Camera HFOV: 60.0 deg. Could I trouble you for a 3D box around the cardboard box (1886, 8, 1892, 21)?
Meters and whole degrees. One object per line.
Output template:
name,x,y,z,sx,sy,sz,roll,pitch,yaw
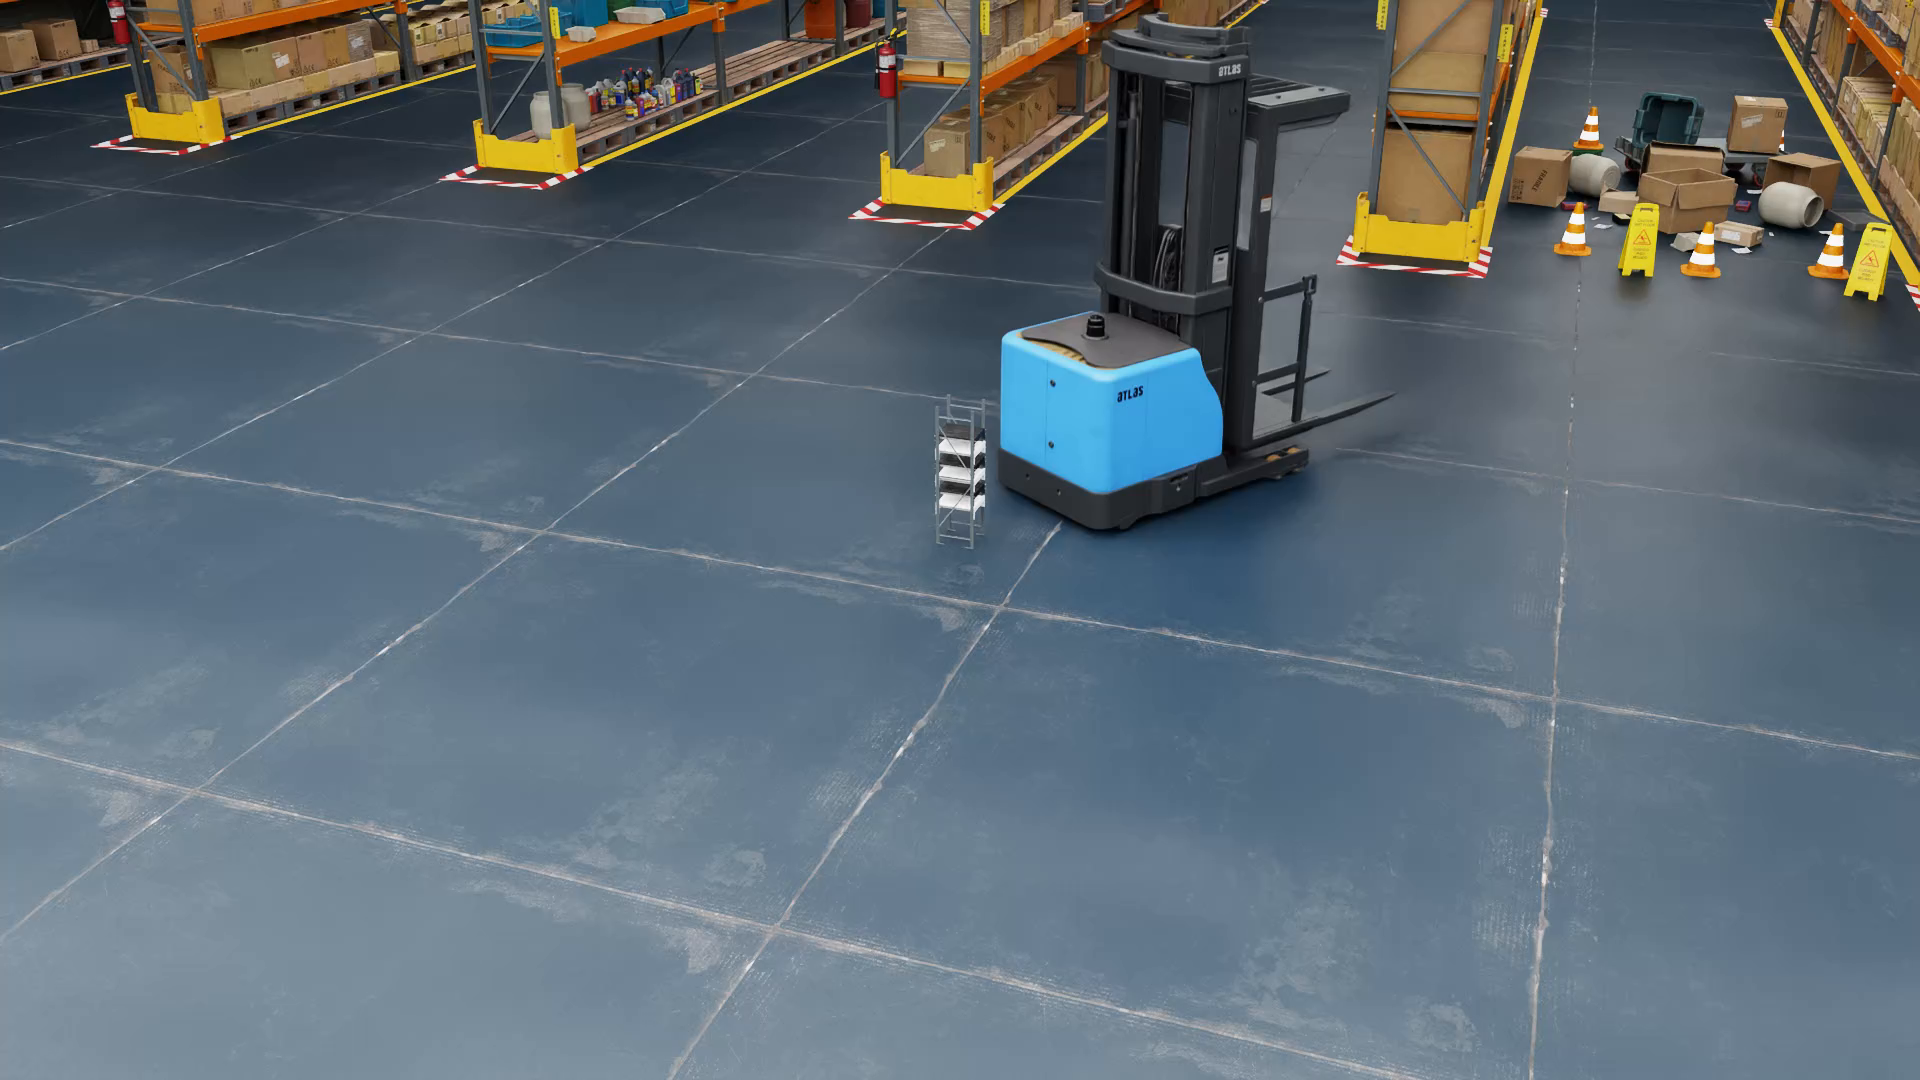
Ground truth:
cardboard box,10.872,-6.044,19.098,0.380,0.149,0.250,10,27,19

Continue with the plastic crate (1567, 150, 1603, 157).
plastic crate,6.884,-4.263,18.774,0.662,0.188,0.450,-20,23,-36

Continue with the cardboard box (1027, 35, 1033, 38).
cardboard box,0.600,-5.575,18.611,0.380,0.149,0.250,9,27,17

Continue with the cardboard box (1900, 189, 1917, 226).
cardboard box,9.441,-3.195,16.079,0.500,0.250,0.500,8,27,16

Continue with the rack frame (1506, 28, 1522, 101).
rack frame,7.037,-7.408,22.109,1.000,3.000,0.127,9,27,17

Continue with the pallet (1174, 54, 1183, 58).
pallet,2.727,-7.227,24.934,1.003,0.211,1.213,9,27,17

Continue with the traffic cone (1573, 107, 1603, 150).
traffic cone,7.577,-4.955,19.952,0.336,0.463,0.334,9,27,17

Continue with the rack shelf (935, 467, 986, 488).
rack shelf,0.003,-0.378,10.075,0.258,0.077,0.200,9,27,17

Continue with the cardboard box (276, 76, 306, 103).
cardboard box,-8.891,-5.871,21.606,0.500,0.250,0.500,9,27,17

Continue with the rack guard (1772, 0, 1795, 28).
rack guard,14.409,-8.904,28.067,1.175,0.500,0.348,9,27,17

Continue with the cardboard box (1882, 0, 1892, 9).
cardboard box,10.860,-6.310,18.902,0.500,0.500,0.500,8,27,15

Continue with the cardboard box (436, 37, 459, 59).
cardboard box,-7.739,-7.255,24.465,0.500,0.250,0.500,9,27,19

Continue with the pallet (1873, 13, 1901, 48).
pallet,11.119,-5.826,19.061,1.003,0.211,1.213,9,27,17

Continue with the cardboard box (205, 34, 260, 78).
cardboard box,-9.392,-6.285,21.602,0.500,0.500,0.500,9,27,17

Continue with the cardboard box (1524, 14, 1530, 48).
cardboard box,8.360,-7.775,25.253,0.500,0.500,0.500,8,27,16

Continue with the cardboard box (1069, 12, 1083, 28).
cardboard box,1.268,-6.281,20.069,0.380,0.149,0.250,9,27,17

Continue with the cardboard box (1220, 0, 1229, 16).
cardboard box,4.020,-9.305,27.983,0.875,0.875,0.875,9,27,17

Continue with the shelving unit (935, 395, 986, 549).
shelving unit,0.003,-0.408,10.061,0.258,0.900,0.210,9,27,17

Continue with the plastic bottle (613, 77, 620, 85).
plastic bottle,-4.425,-5.808,21.416,0.061,0.283,0.133,10,28,20

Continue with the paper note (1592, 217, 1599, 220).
paper note,6.516,-3.297,17.048,0.123,0.001,0.032,-20,33,-36

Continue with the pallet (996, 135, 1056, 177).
pallet,0.468,-4.486,19.273,1.003,0.211,1.213,9,27,17

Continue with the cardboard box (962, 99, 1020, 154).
cardboard box,0.348,-4.705,18.912,0.500,0.500,0.500,11,28,22

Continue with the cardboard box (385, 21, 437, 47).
cardboard box,-7.905,-7.301,23.917,0.500,0.311,0.500,9,27,18

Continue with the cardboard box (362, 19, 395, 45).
cardboard box,-8.413,-7.375,24.070,0.500,0.311,0.500,9,27,17

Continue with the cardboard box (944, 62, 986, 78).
cardboard box,0.051,-4.851,17.115,0.380,0.149,0.250,9,27,17

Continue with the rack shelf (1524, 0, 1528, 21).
rack shelf,7.703,-7.906,23.963,1.077,0.370,4.000,9,27,17

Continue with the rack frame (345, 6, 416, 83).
rack frame,-8.278,-7.963,23.255,1.000,3.000,0.127,9,27,17

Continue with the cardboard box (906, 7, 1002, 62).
cardboard box,-0.060,-5.282,17.262,0.875,0.500,0.500,9,27,17

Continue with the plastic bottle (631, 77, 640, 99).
plastic bottle,-4.202,-5.865,21.547,0.097,0.271,0.097,0,26,0

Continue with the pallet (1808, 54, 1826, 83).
pallet,12.884,-6.793,24.037,1.003,0.211,1.213,9,27,17

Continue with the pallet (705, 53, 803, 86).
pallet,-2.979,-6.820,24.093,1.003,0.211,1.213,9,27,17

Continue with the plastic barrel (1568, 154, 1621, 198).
plastic barrel,6.775,-3.916,17.853,0.421,0.421,0.512,-14,29,-27

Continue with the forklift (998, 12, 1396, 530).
forklift,1.723,-1.884,10.777,3.031,2.935,1.130,-19,31,-33

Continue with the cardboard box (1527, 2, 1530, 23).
cardboard box,8.013,-7.682,24.201,0.500,0.250,0.500,8,27,15

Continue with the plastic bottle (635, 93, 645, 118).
plastic bottle,-3.949,-5.365,20.502,0.061,0.283,0.133,9,27,18

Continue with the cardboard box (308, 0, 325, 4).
cardboard box,-8.760,-7.402,21.981,0.700,0.500,0.500,9,27,18

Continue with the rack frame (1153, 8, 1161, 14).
rack frame,2.394,-8.169,23.680,1.000,3.000,0.127,9,27,17

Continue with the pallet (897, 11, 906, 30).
pallet,-1.242,-8.965,28.524,1.003,0.211,1.213,9,27,17

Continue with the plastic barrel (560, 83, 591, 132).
plastic barrel,-4.625,-5.157,19.831,0.421,0.512,0.421,0,26,0

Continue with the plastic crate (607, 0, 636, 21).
plastic crate,-4.326,-6.631,20.747,0.450,0.188,0.662,9,27,17

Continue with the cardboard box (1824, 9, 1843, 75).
cardboard box,12.646,-6.970,23.159,0.875,0.875,0.875,10,27,19

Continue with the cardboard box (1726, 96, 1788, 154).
cardboard box,8.719,-4.550,18.204,0.500,0.500,0.500,9,27,17

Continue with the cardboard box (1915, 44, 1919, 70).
cardboard box,9.853,-4.917,16.507,0.500,0.500,0.500,9,27,17

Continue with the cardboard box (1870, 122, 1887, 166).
cardboard box,10.580,-4.310,18.244,0.950,0.372,0.625,9,27,18

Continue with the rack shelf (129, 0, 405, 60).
rack shelf,-8.943,-6.818,21.715,1.077,0.370,4.000,9,27,17

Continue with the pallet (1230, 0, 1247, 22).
pallet,4.456,-9.362,29.344,1.003,0.211,1.213,9,27,17

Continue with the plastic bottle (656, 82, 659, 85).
plastic bottle,-3.827,-5.705,21.204,0.061,0.283,0.133,9,27,17

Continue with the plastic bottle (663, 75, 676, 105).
plastic bottle,-3.722,-5.731,21.180,0.144,0.351,0.185,9,27,17

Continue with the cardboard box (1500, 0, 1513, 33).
cardboard box,4.946,-5.271,16.283,0.875,0.550,0.550,9,27,17

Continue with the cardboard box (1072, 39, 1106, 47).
cardboard box,1.835,-6.500,22.596,0.700,0.500,0.500,11,28,22

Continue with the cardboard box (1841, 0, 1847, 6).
cardboard box,11.818,-7.122,21.690,0.500,0.250,0.500,9,27,18

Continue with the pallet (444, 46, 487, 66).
pallet,-7.665,-7.520,25.539,1.003,0.211,1.213,9,27,17

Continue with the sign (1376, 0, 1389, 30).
sign,3.868,-4.833,15.189,0.100,0.325,0.005,9,27,17

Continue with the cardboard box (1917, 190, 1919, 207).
cardboard box,9.268,-3.315,15.468,0.500,0.500,0.500,10,28,19
